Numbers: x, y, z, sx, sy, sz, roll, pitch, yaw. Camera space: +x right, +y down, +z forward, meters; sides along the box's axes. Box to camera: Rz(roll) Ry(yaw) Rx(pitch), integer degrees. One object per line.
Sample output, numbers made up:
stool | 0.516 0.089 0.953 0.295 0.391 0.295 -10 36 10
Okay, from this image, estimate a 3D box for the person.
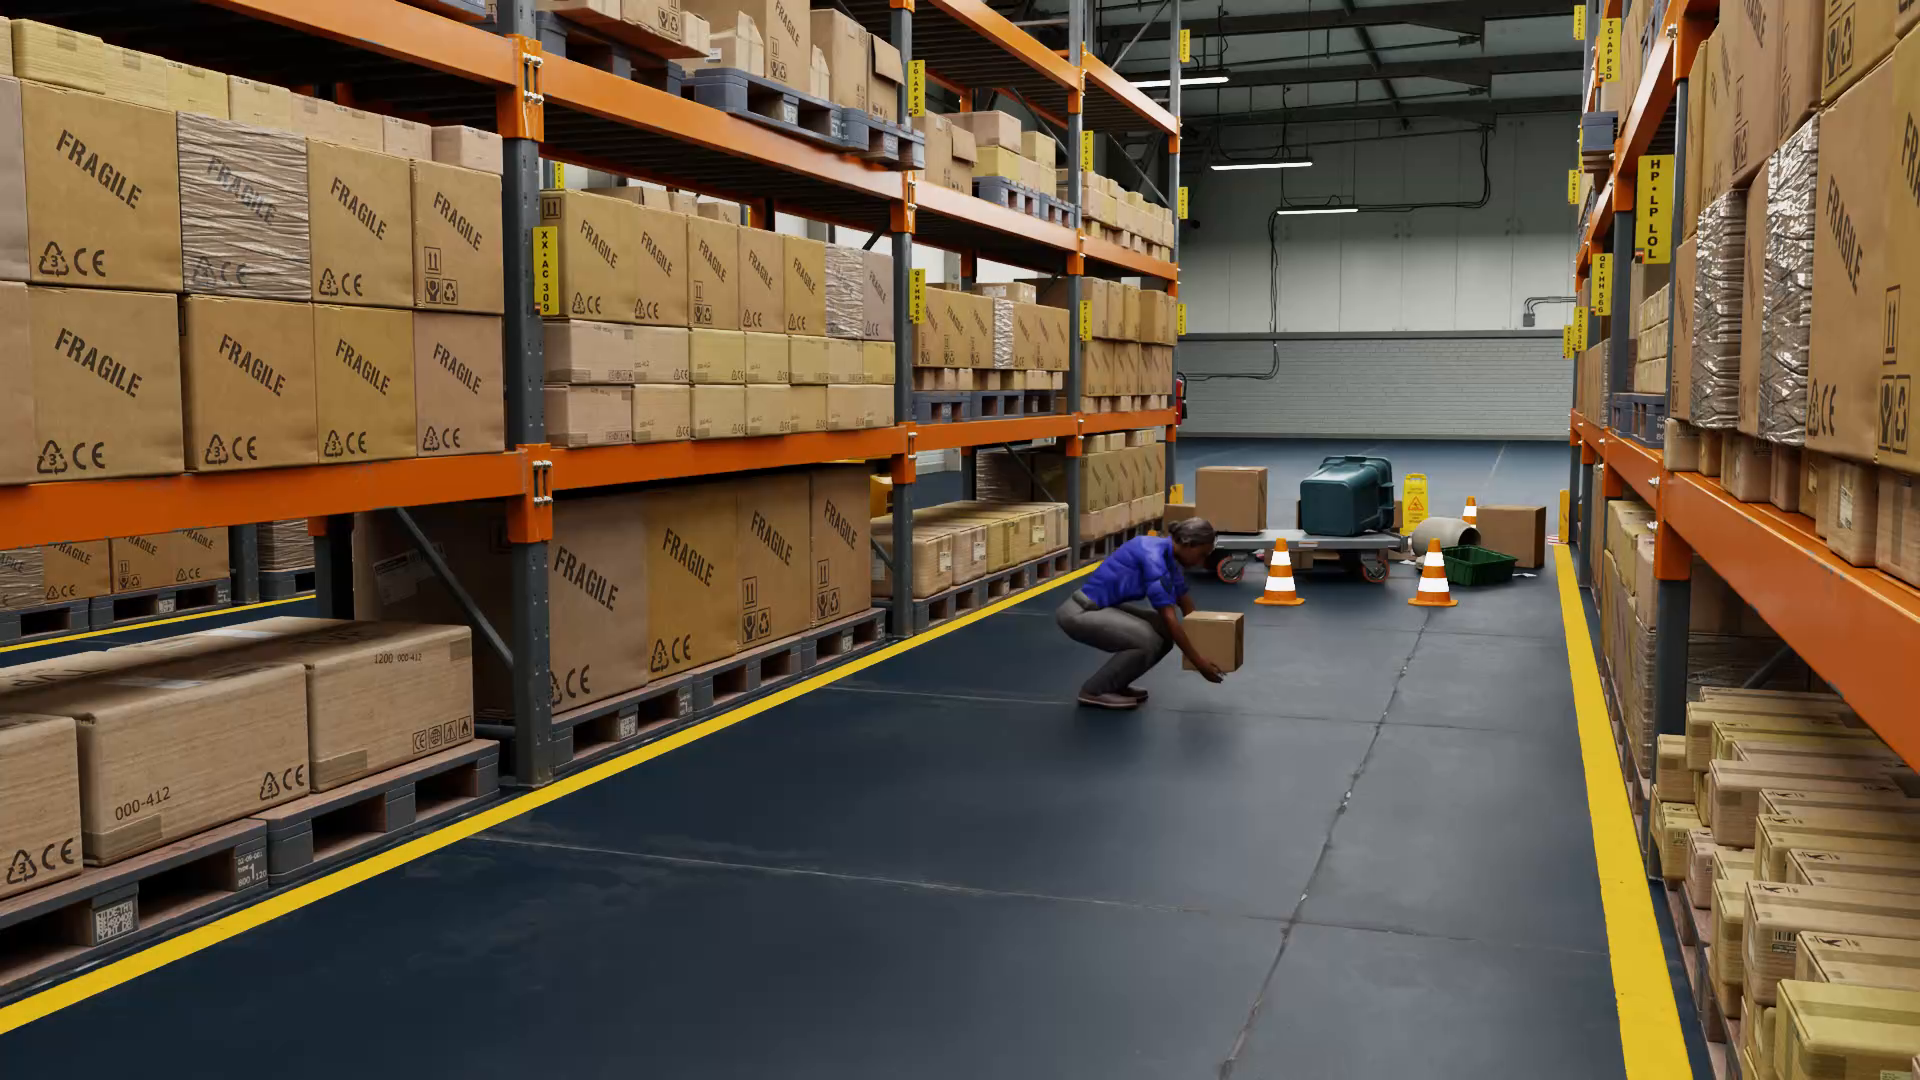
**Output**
person | 0.890 0.346 8.081 0.825 0.922 0.496 2 6 19
